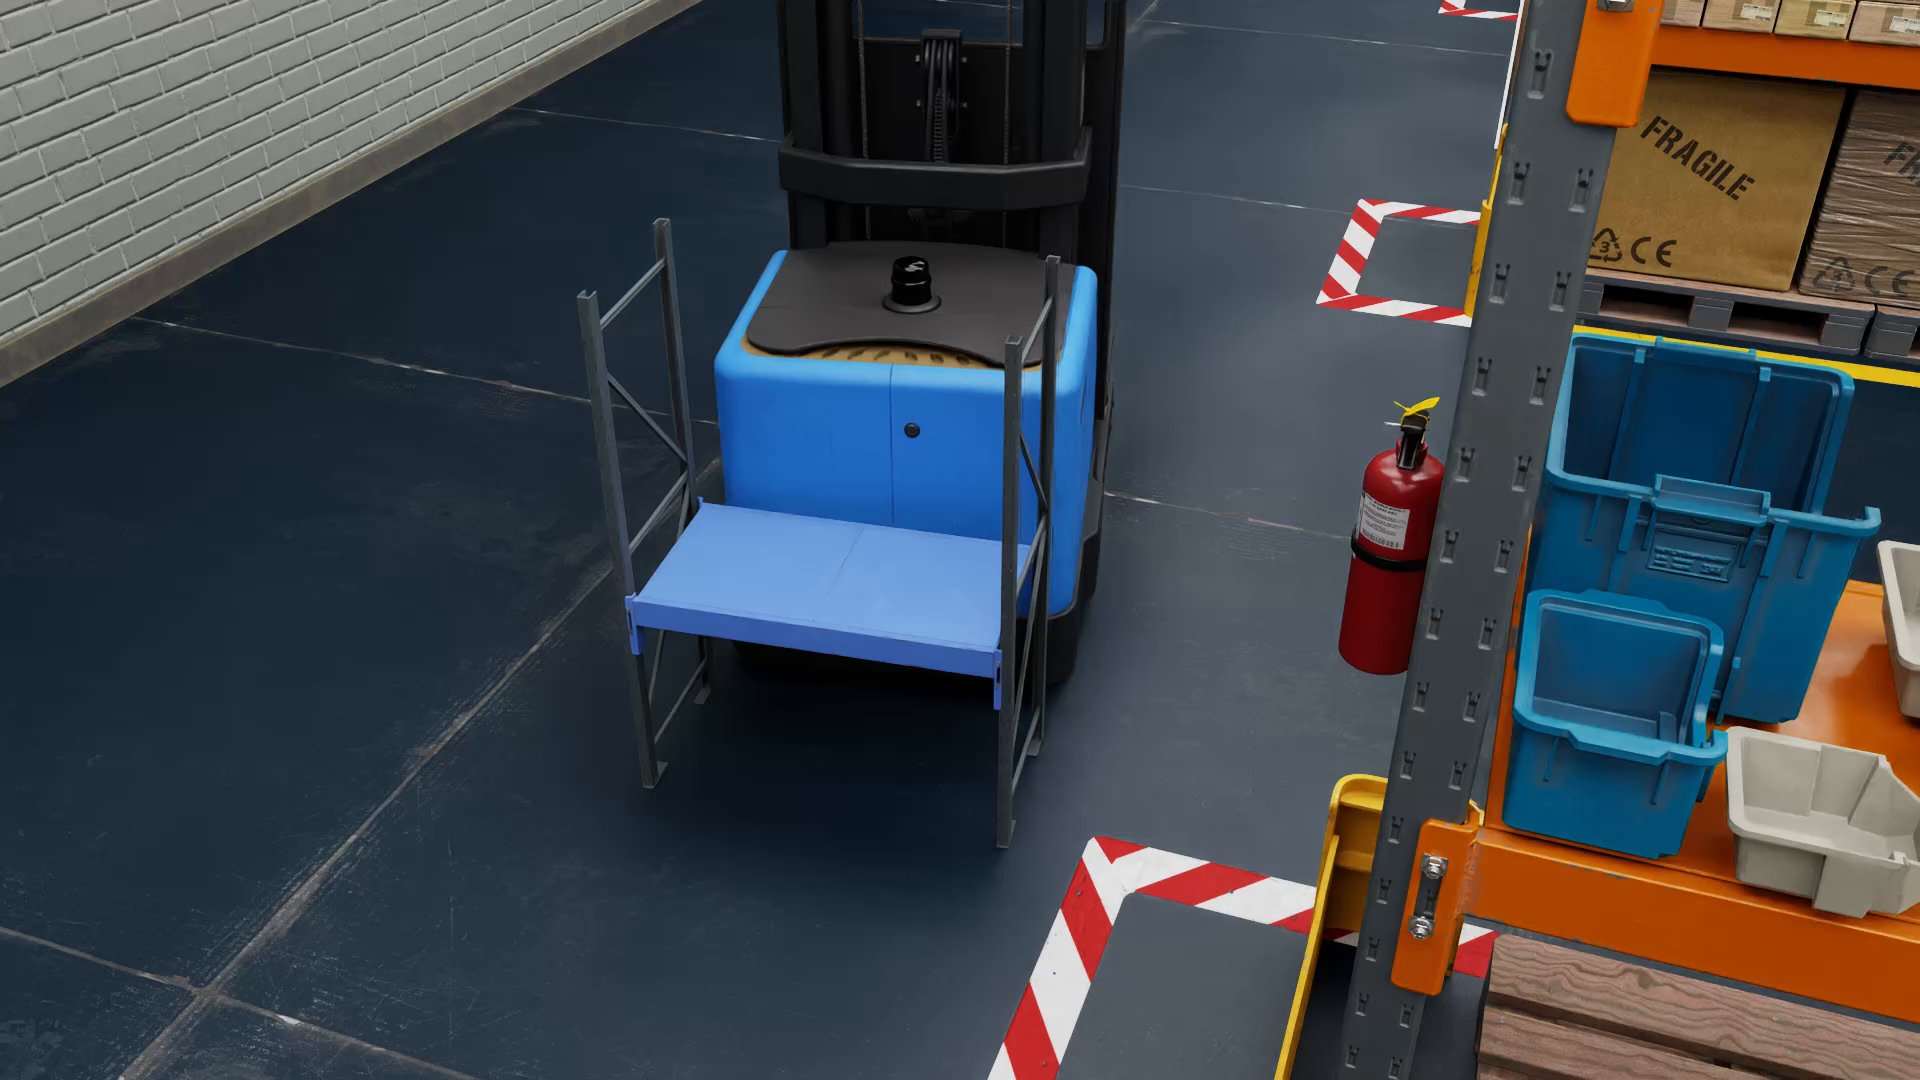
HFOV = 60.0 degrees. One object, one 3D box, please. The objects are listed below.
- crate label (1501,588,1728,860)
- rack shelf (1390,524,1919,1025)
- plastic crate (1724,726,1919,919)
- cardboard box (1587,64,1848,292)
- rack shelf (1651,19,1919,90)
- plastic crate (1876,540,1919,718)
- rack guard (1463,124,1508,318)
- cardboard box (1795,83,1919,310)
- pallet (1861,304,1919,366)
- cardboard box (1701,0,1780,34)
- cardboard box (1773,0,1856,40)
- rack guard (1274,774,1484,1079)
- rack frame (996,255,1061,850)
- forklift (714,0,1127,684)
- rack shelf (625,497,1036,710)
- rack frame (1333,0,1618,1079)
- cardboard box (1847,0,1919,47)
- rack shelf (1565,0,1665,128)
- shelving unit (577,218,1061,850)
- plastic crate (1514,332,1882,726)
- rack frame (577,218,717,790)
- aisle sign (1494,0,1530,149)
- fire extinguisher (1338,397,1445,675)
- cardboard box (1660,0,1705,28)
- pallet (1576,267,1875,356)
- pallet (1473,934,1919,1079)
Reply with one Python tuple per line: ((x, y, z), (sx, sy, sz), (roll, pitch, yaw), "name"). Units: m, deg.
((1.022, 0.294, 2.628), (0.303, 0.233, 0.416), (11, 34, 16), "crate label")
((2.783, 0.704, 2.558), (4.000, 0.370, 1.077), (11, 34, 16), "rack shelf")
((1.296, 0.435, 2.498), (0.298, 0.136, 0.250), (11, 34, 16), "plastic crate")
((3.201, -1.701, 7.191), (0.875, 0.875, 0.875), (11, 34, 16), "cardboard box")
((4.454, -1.825, 6.475), (4.000, 0.370, 1.077), (11, 34, 16), "rack shelf")
((1.729, 0.178, 2.897), (0.243, 0.136, 0.396), (11, 34, 16), "plastic crate")
((2.549, -1.448, 7.532), (0.348, 0.500, 1.175), (11, 34, 16), "rack guard")
((4.058, -1.535, 6.933), (0.875, 0.875, 0.875), (11, 34, 16), "cardboard box")
((4.495, -0.992, 7.091), (1.213, 0.211, 1.003), (11, 34, 16), "pallet")
((3.037, -2.108, 6.482), (0.250, 0.149, 0.380), (11, 34, 16), "cardboard box")
((3.278, -2.062, 6.409), (0.250, 0.149, 0.380), (10, 34, 15), "cardboard box")
((0.874, 1.088, 3.604), (0.348, 0.500, 1.175), (11, 34, 16), "rack guard")
((0.172, 0.068, 4.262), (0.032, 1.500, 0.500), (8, 34, 11), "rack frame")
((0.004, -1.584, 5.501), (1.130, 2.935, 3.031), (4, 33, 6), "forklift")
((-0.322, 0.154, 4.461), (1.000, 0.185, 0.538), (8, 34, 11), "rack shelf")
((0.901, 0.035, 2.930), (0.127, 3.000, 1.000), (11, 34, 16), "rack frame")
((3.524, -2.015, 6.336), (0.250, 0.149, 0.380), (10, 34, 16), "cardboard box")
((2.783, -0.556, 1.744), (4.000, 0.370, 1.077), (11, 34, 16), "rack shelf")
((-0.322, 0.003, 4.363), (1.048, 1.500, 0.538), (8, 34, 11), "shelving unit")
((1.279, -0.039, 2.957), (0.499, 0.435, 0.616), (11, 34, 16), "plastic crate")
((-0.816, -0.062, 4.464), (0.032, 1.500, 0.500), (8, 34, 11), "rack frame")
((0.733, -0.918, 2.010), (0.004, 0.787, 0.394), (11, 34, 16), "aisle sign")
((0.912, -0.035, 3.454), (0.183, 0.674, 0.296), (11, 34, 16), "fire extinguisher")
((2.795, -2.155, 6.553), (0.250, 0.149, 0.380), (11, 35, 17), "cardboard box")
((3.351, -1.216, 7.438), (1.213, 0.211, 1.003), (11, 34, 16), "pallet")
((1.664, 1.378, 3.422), (1.213, 0.211, 1.003), (11, 34, 16), "pallet")
